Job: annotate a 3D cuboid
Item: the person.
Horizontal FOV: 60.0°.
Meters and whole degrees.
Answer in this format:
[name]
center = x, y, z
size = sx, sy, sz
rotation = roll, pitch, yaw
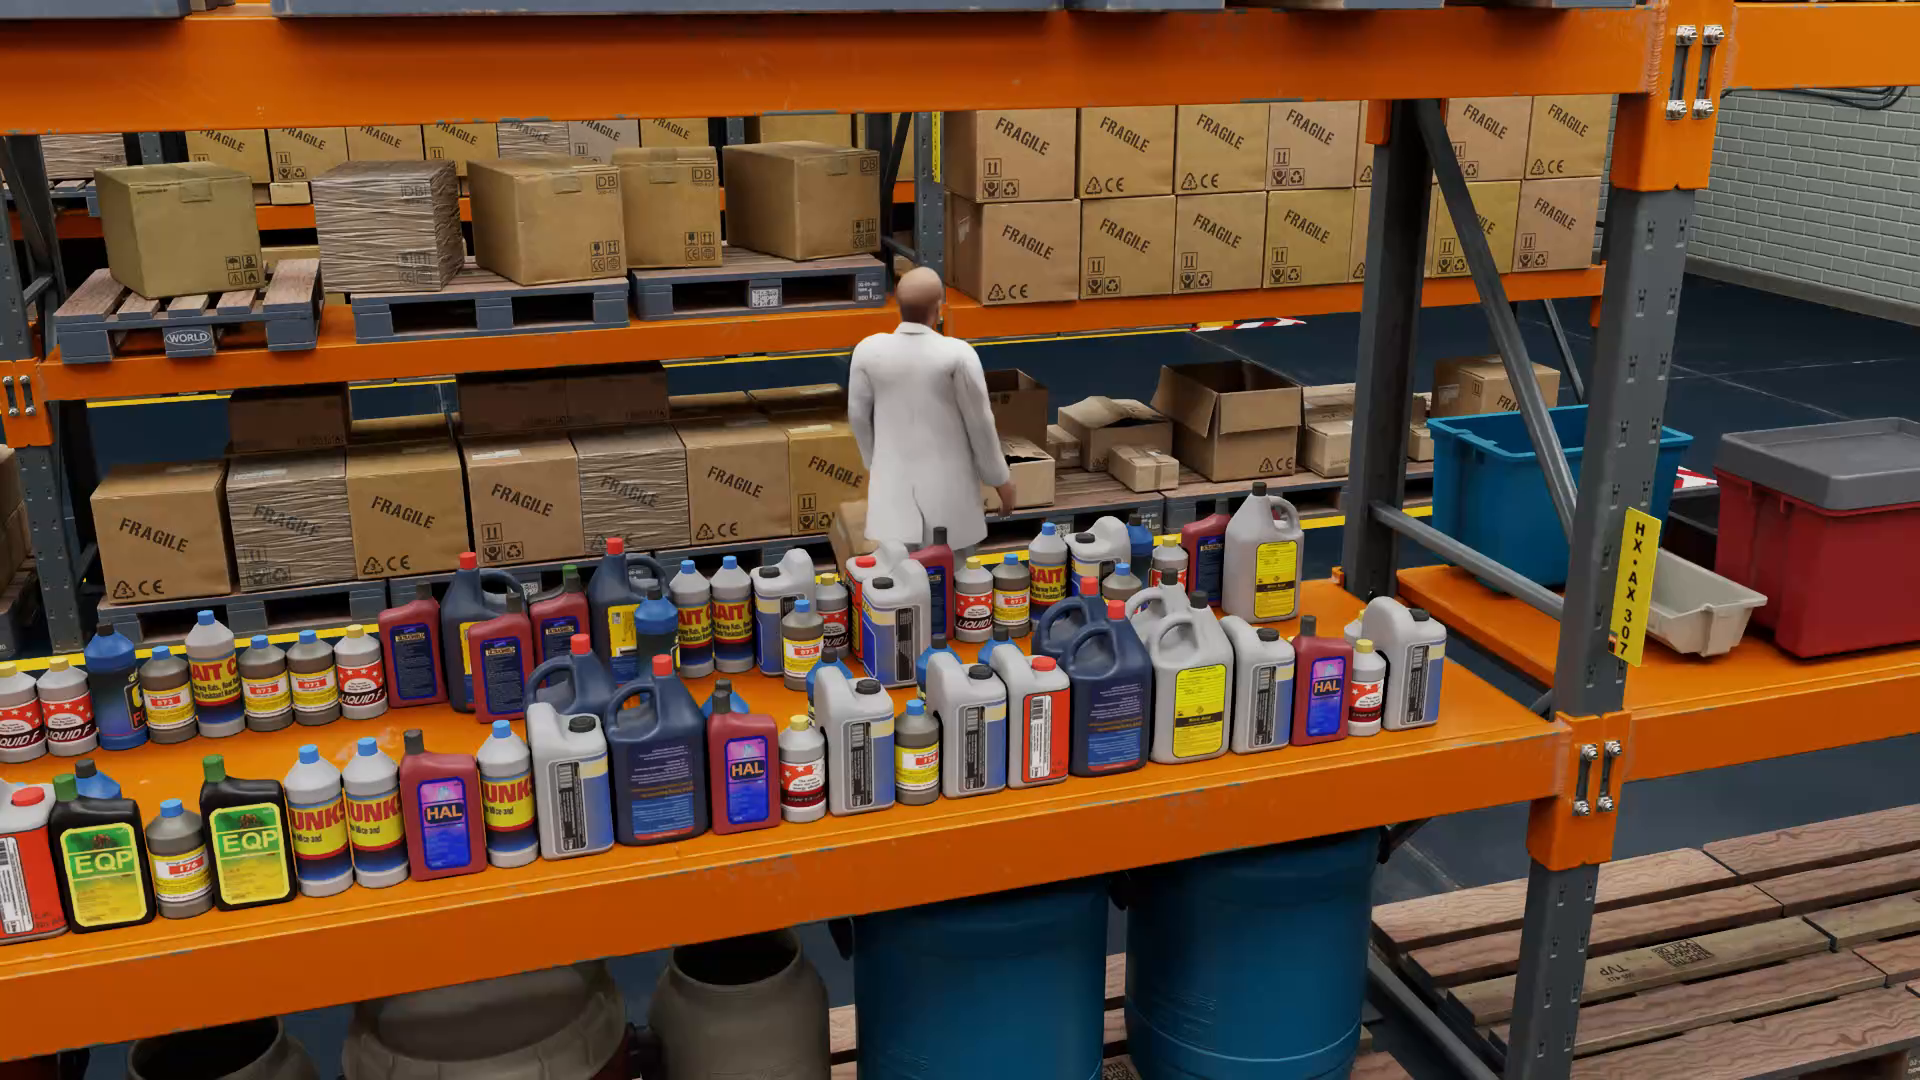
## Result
[person]
center = -0.115, -0.227, 6.735
size = 0.658, 1.776, 0.665
rotation = 5, 20, 14
